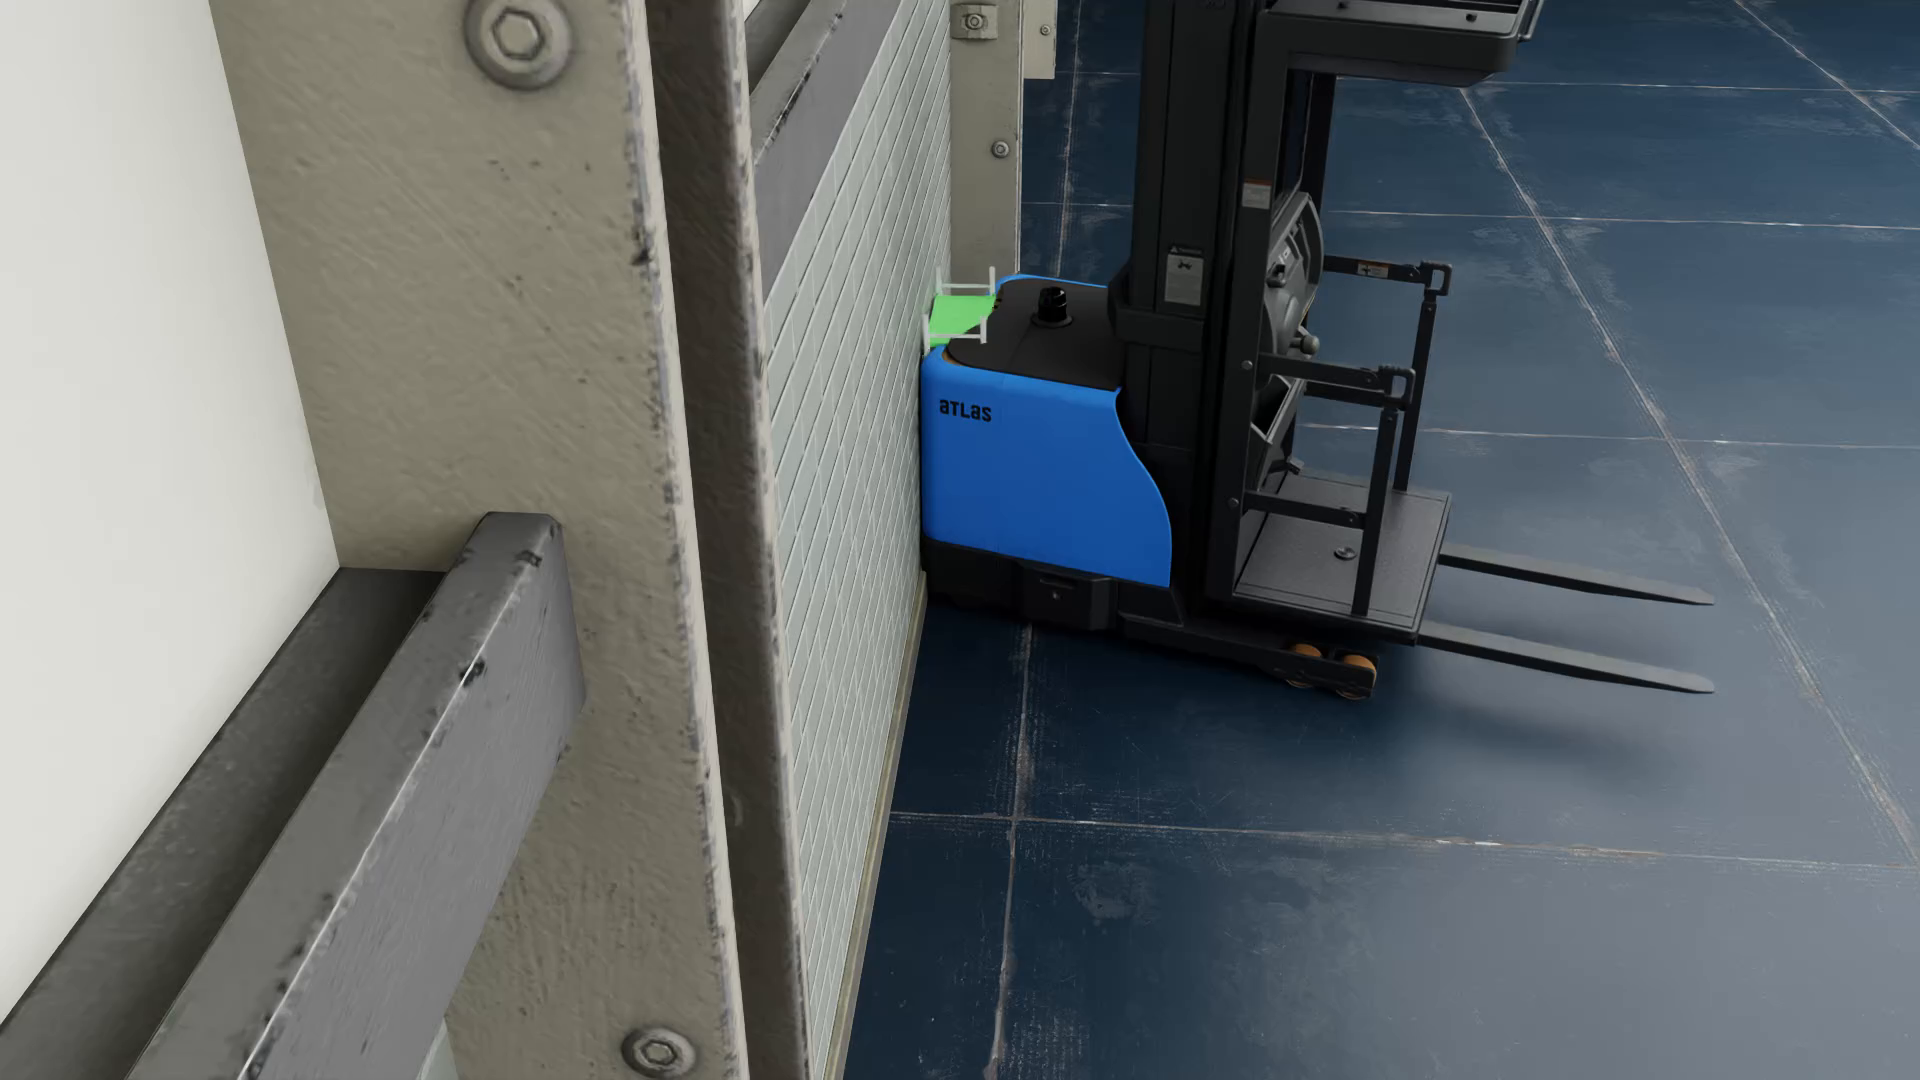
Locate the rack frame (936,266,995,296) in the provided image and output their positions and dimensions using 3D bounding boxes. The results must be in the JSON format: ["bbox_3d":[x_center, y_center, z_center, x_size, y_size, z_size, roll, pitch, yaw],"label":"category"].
[{"bbox_3d":[0.032,-0.599,7.067,0.240,1.200,0.015,2,32,5],"label":"rack frame"}]

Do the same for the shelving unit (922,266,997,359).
[{"bbox_3d":[0.011,-0.471,6.860,0.258,1.200,0.503,2,32,5],"label":"shelving unit"}]

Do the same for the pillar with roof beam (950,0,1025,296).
[{"bbox_3d":[4.409,-4.274,5.607,9.100,9.000,0.400,2,32,4],"label":"pillar with roof beam"}]

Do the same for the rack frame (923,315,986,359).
[{"bbox_3d":[-0.010,-0.343,6.654,0.240,1.200,0.015,2,32,5],"label":"rack frame"}]

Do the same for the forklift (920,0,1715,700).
[{"bbox_3d":[1.403,-0.963,6.019,3.031,2.935,1.130,11,33,18],"label":"forklift"}]

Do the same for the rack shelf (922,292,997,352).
[{"bbox_3d":[0.004,-0.825,6.643,0.258,0.148,0.480,2,32,5],"label":"rack shelf"}]

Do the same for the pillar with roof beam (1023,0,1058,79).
[{"bbox_3d":[4.898,-7.411,10.698,9.100,9.000,0.400,2,32,4],"label":"pillar with roof beam"}]
